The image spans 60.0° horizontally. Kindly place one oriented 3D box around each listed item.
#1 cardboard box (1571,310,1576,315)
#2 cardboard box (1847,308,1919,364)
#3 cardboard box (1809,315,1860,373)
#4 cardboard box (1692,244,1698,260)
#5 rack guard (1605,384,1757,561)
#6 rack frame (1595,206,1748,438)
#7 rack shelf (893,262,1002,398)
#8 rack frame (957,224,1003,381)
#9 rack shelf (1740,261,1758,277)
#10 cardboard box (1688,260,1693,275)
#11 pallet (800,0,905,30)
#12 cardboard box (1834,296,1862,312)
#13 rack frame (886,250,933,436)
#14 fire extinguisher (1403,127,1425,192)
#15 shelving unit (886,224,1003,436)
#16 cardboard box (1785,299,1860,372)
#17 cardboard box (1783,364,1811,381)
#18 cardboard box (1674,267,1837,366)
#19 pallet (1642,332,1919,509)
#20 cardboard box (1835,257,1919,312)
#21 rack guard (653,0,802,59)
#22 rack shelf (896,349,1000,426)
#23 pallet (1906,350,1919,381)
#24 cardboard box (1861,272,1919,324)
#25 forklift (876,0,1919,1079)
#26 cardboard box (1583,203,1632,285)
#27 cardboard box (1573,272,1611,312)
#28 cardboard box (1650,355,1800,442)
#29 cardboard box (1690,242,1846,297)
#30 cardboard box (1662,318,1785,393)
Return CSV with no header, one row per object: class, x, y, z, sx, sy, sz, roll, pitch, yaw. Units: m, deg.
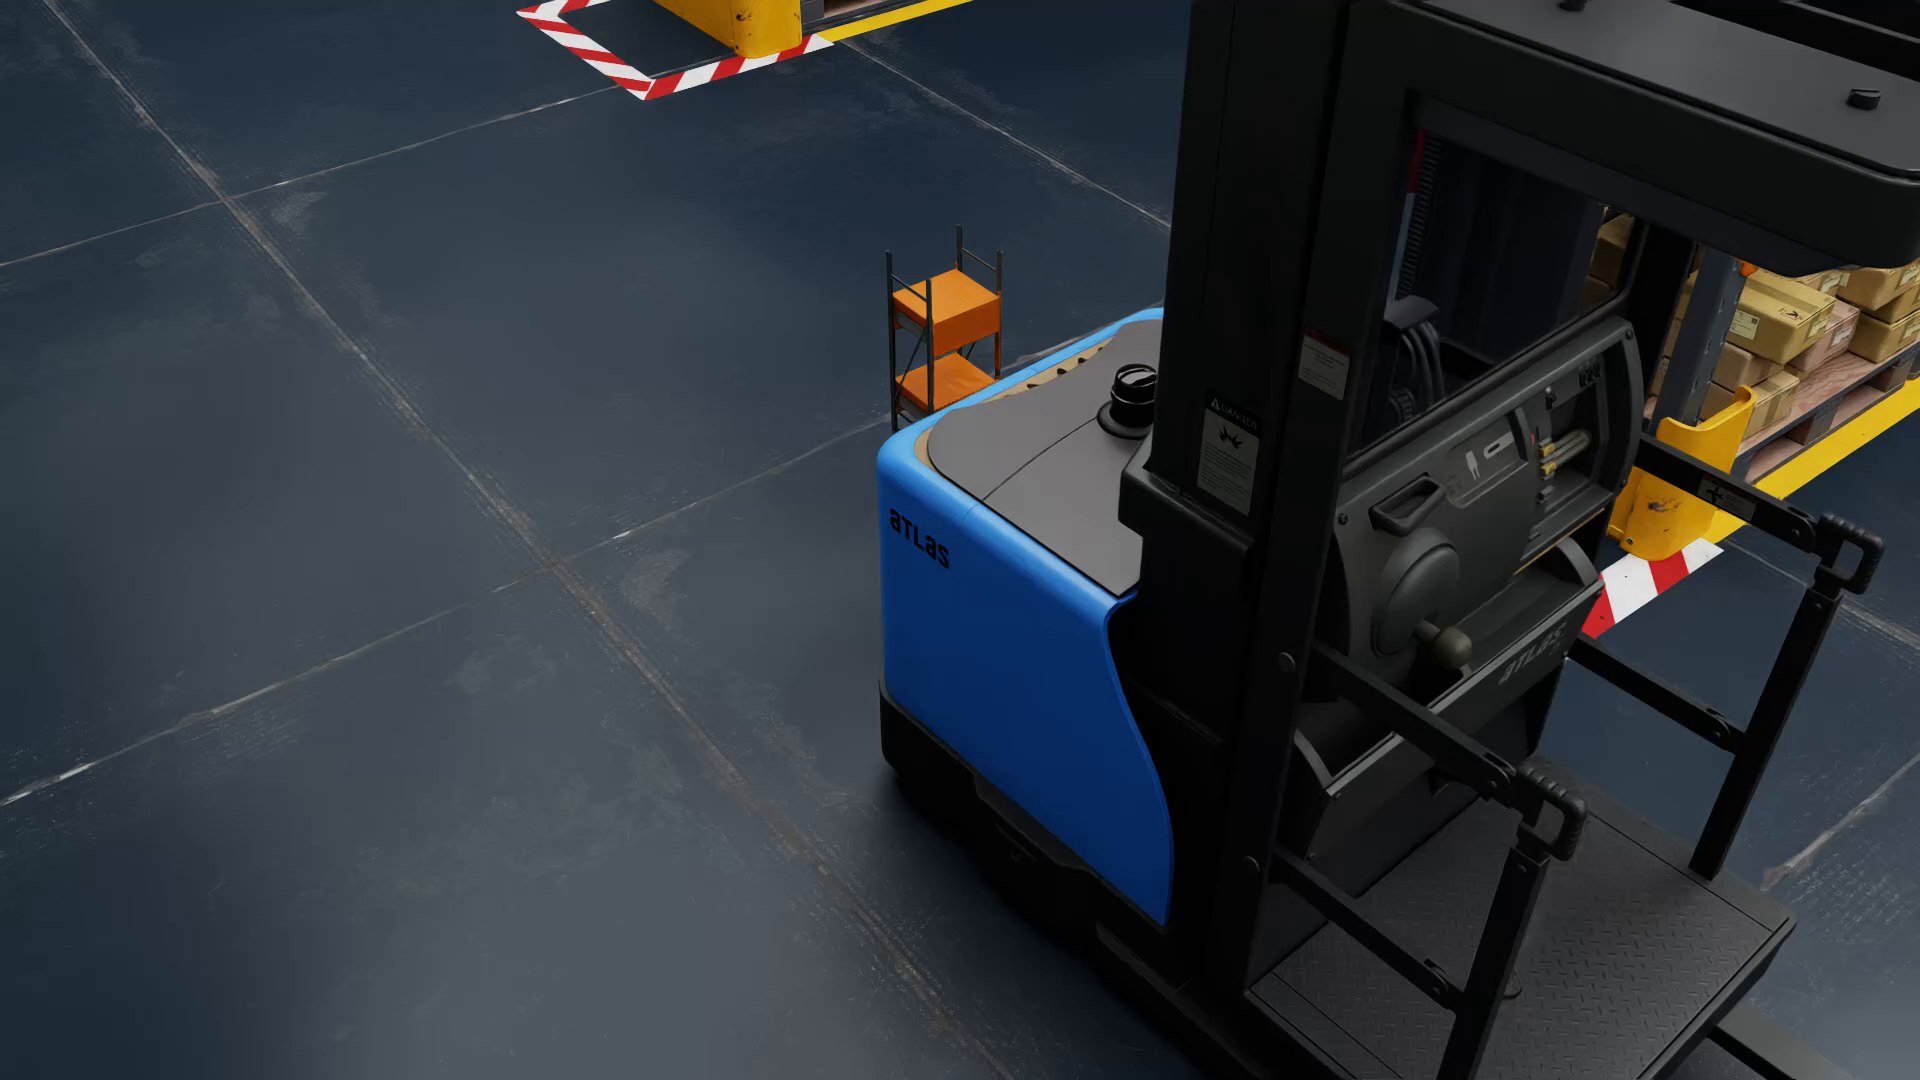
cardboard box,2.157,-0.776,5.747,0.250,0.149,0.380,-25,46,-27
cardboard box,3.097,-0.794,5.770,0.250,0.149,0.380,-25,46,-28
cardboard box,2.828,-0.751,5.717,0.250,0.149,0.380,-25,46,-28
cardboard box,2.366,-1.098,5.670,0.250,0.149,0.380,-25,46,-27
rack guard,1.927,-0.470,5.429,0.348,0.500,1.175,-26,46,-28
rack frame,1.867,-1.407,4.600,0.127,3.000,1.000,-26,46,-28
rack shelf,-0.042,-0.596,4.719,0.240,0.259,0.215,-26,46,-28
rack frame,0.054,-0.432,4.949,0.008,1.050,0.200,-26,46,-28
rack shelf,3.453,-1.902,5.771,4.000,0.370,1.077,-26,46,-28
cardboard box,2.352,-1.004,5.791,0.250,0.149,0.380,-27,47,-29
pallet,-0.643,-3.128,8.896,1.213,0.211,1.003,-26,46,-28
cardboard box,2.830,-0.872,5.630,0.250,0.149,0.380,-25,46,-28
rack frame,-0.139,-0.338,4.834,0.008,1.050,0.200,-26,46,-28
fire extinguisher,1.386,-1.368,4.907,0.183,0.674,0.296,-26,46,-28
shelving unit,-0.042,-0.385,4.892,0.252,1.050,0.215,-26,46,-28
cardboard box,2.690,-0.733,5.461,0.250,0.149,0.380,-26,46,-28
cardboard box,2.635,-0.651,5.595,0.250,0.149,0.380,-26,46,-28
cardboard box,2.489,-0.729,5.221,0.250,0.149,0.380,-28,47,-30
pallet,2.593,-0.655,5.882,1.213,0.211,1.003,-26,46,-28
cardboard box,2.912,-0.929,5.465,0.250,0.149,0.380,-26,46,-28
rack guard,-1.249,-2.882,8.369,0.348,0.500,1.175,-26,46,-28
rack shelf,-0.042,-0.377,4.899,0.240,0.259,0.215,-26,46,-28
pallet,3.559,-1.123,6.453,1.213,0.211,1.003,-26,46,-28
cardboard box,3.100,-0.917,5.685,0.250,0.149,0.380,-25,45,-27
forklift,1.136,-0.025,2.970,1.130,2.935,3.031,-29,47,-31
cardboard box,2.132,-1.029,5.587,0.250,0.149,0.380,-25,46,-28
cardboard box,2.111,-0.930,5.701,0.250,0.149,0.380,-27,47,-29
cardboard box,2.477,-0.509,5.422,0.250,0.149,0.380,-25,46,-27
cardboard box,2.635,-0.896,5.425,0.250,0.149,0.380,-25,46,-27
cardboard box,2.439,-0.656,5.366,0.250,0.149,0.380,-24,45,-26
